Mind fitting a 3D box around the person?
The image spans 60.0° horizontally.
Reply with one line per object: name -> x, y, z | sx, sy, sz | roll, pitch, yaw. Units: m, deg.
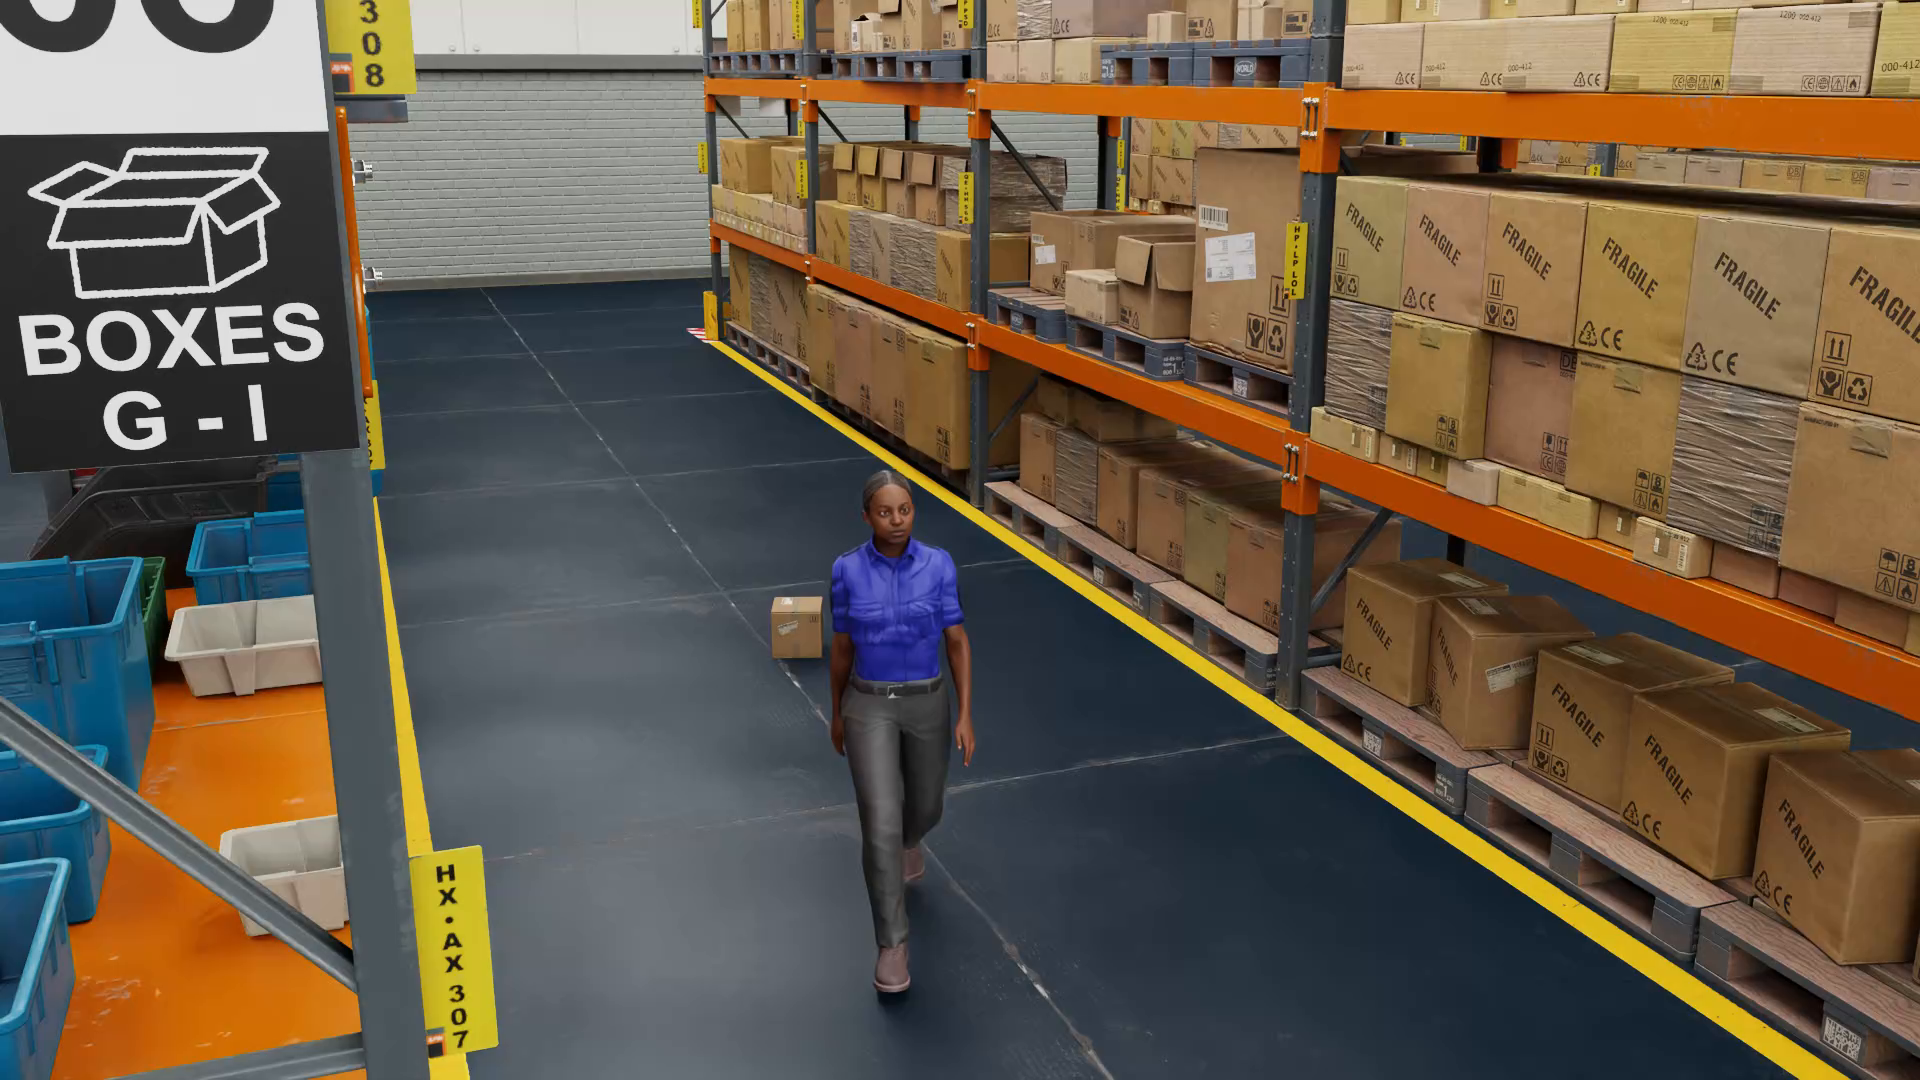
person -> -0.195, 0.557, 5.530 | 0.459, 1.609, 0.927 | -3, 16, -9
